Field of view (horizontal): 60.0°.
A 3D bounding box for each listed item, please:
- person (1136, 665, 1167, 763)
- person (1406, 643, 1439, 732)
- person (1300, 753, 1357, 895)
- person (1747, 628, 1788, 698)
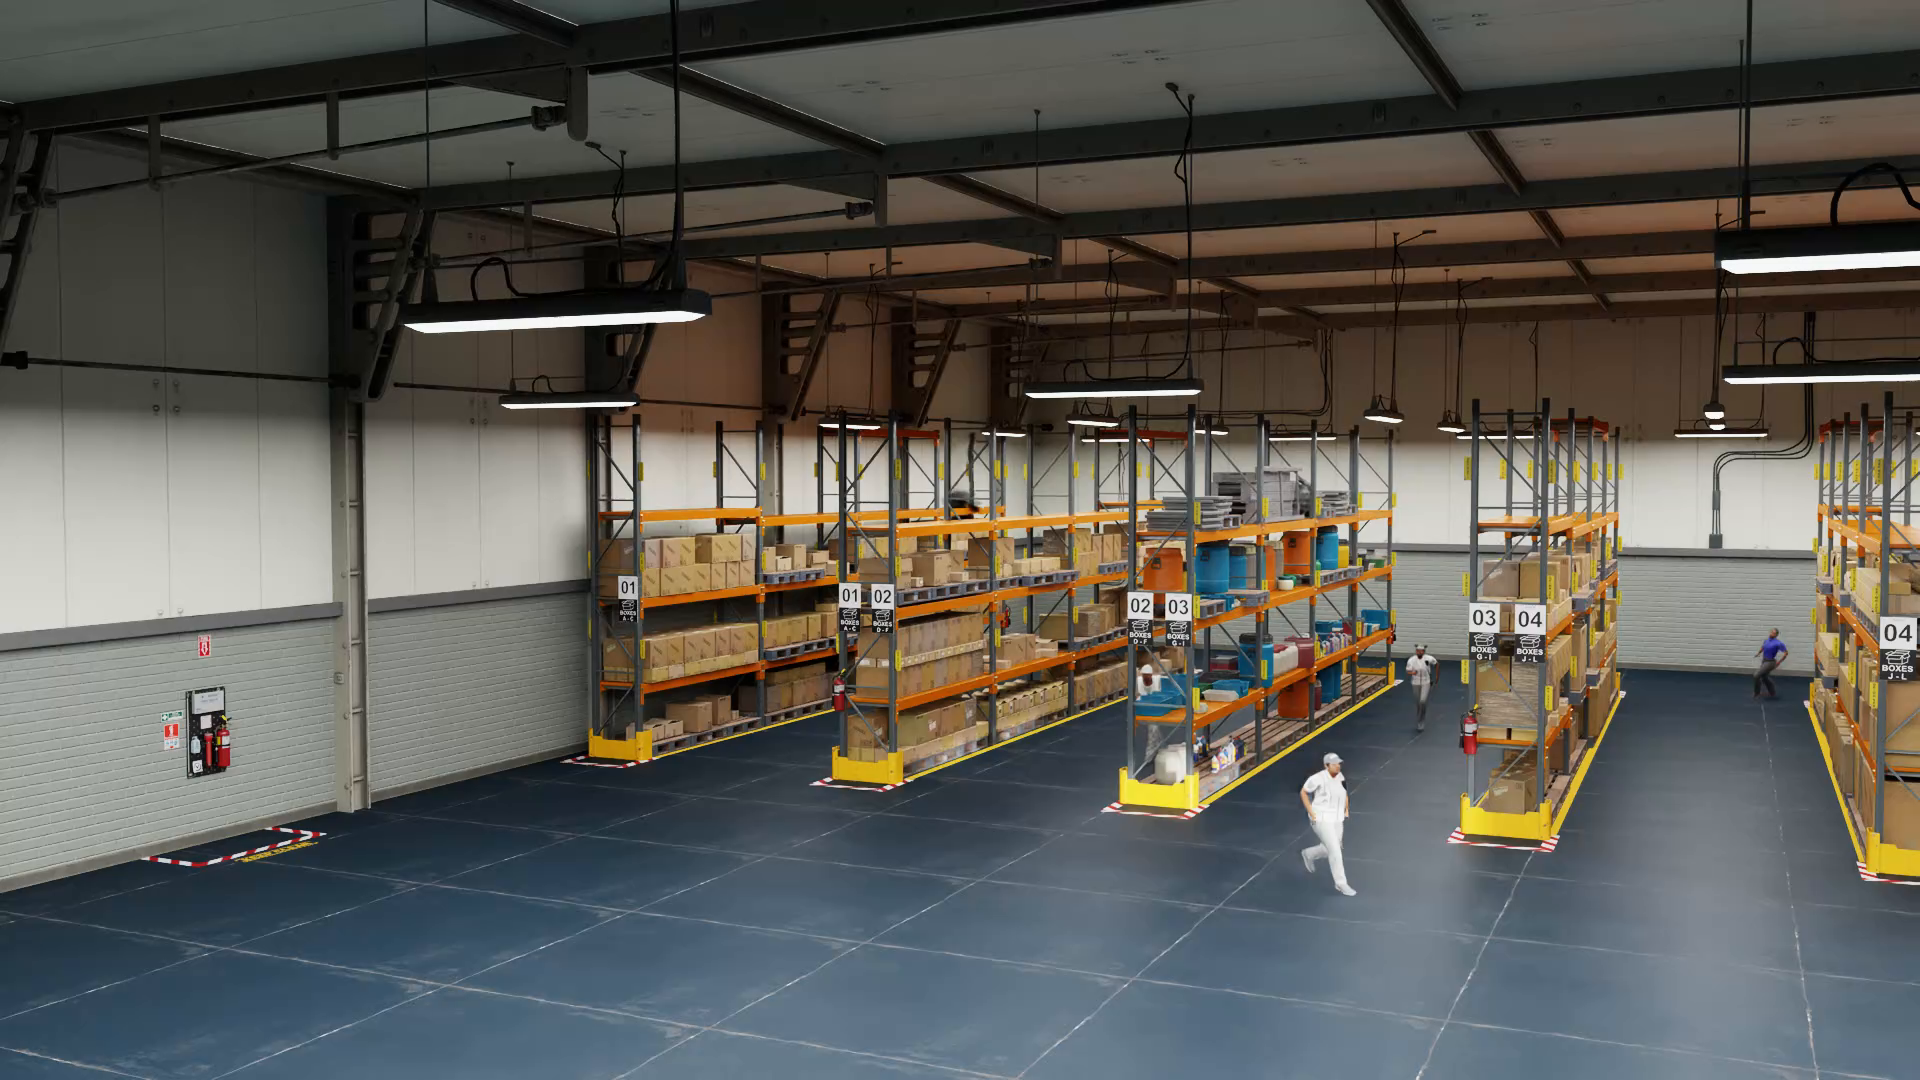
[{"bbox_3d":[3.375,2.992,28.928,0.729,1.731,1.049,1,3,23],"label":"person"},{"bbox_3d":[8.974,2.839,32.303,0.599,1.724,0.813,1,3,21],"label":"person"},{"bbox_3d":[4.395,3.369,19.971,0.630,1.662,0.895,-1,3,-32],"label":"person"},{"bbox_3d":[17.756,2.724,36.637,0.705,1.616,0.730,0,2,9],"label":"person"}]
